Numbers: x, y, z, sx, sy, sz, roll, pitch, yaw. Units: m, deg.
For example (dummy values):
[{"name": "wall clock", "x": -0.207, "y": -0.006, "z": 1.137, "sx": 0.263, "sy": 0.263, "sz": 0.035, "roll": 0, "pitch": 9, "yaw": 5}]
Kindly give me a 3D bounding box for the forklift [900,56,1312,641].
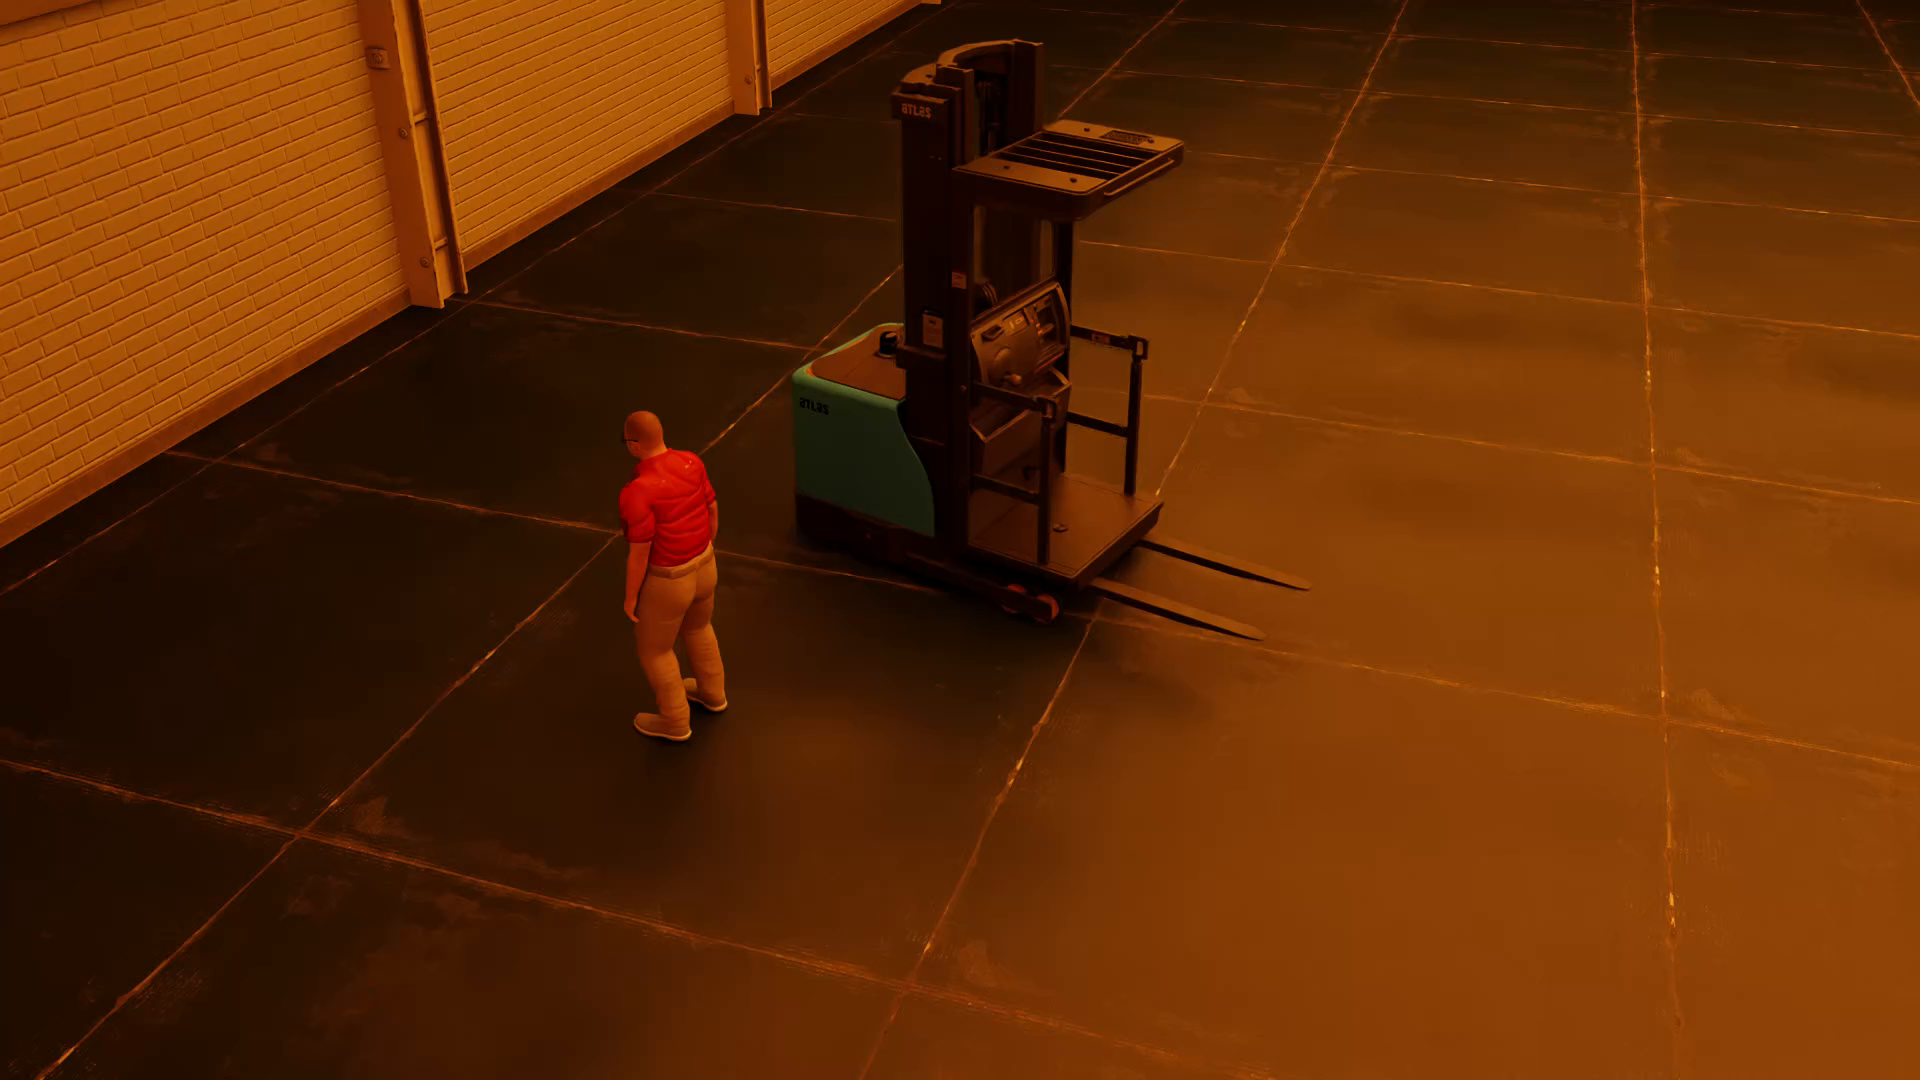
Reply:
[{"name": "forklift", "x": 0.574, "y": -1.061, "z": 9.063, "sx": 2.884, "sy": 2.867, "sz": 1.101, "roll": 18, "pitch": 34, "yaw": 29}]
